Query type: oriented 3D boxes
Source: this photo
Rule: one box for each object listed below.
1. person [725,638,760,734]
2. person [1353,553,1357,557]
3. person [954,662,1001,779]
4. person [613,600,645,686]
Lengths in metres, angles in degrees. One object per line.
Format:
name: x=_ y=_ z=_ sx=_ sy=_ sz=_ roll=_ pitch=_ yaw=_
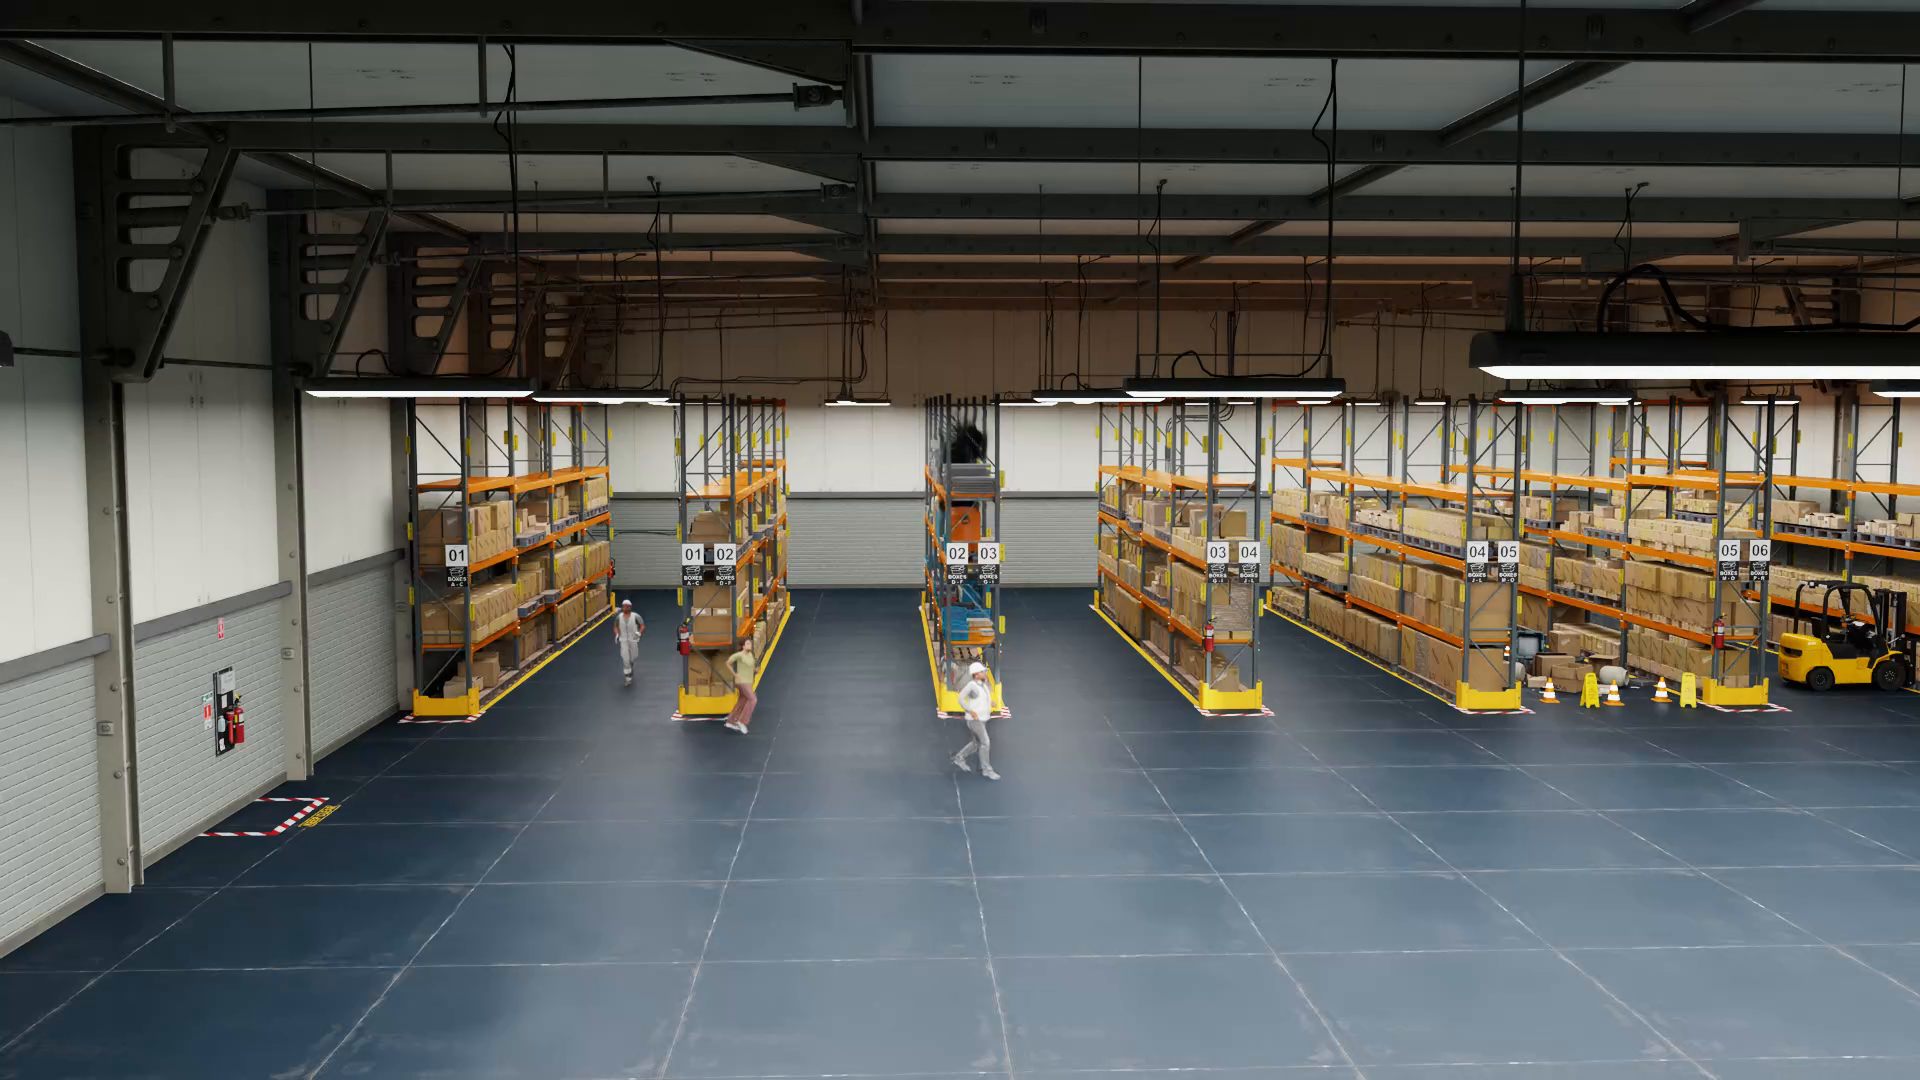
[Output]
person: x=-3.835 y=2.570 z=29.482 sx=0.640 sy=1.697 sz=0.593 roll=2 pitch=5 yaw=24
person: x=11.090 y=1.204 z=46.870 sx=0.547 sy=1.695 sz=0.718 roll=-1 pitch=5 yaw=-15
person: x=0.265 y=2.791 z=25.841 sx=0.820 sy=1.790 sz=0.661 roll=2 pitch=5 yaw=20
person: x=-6.885 y=2.122 z=34.581 sx=0.650 sy=1.768 sz=0.722 roll=0 pitch=5 yaw=-6
